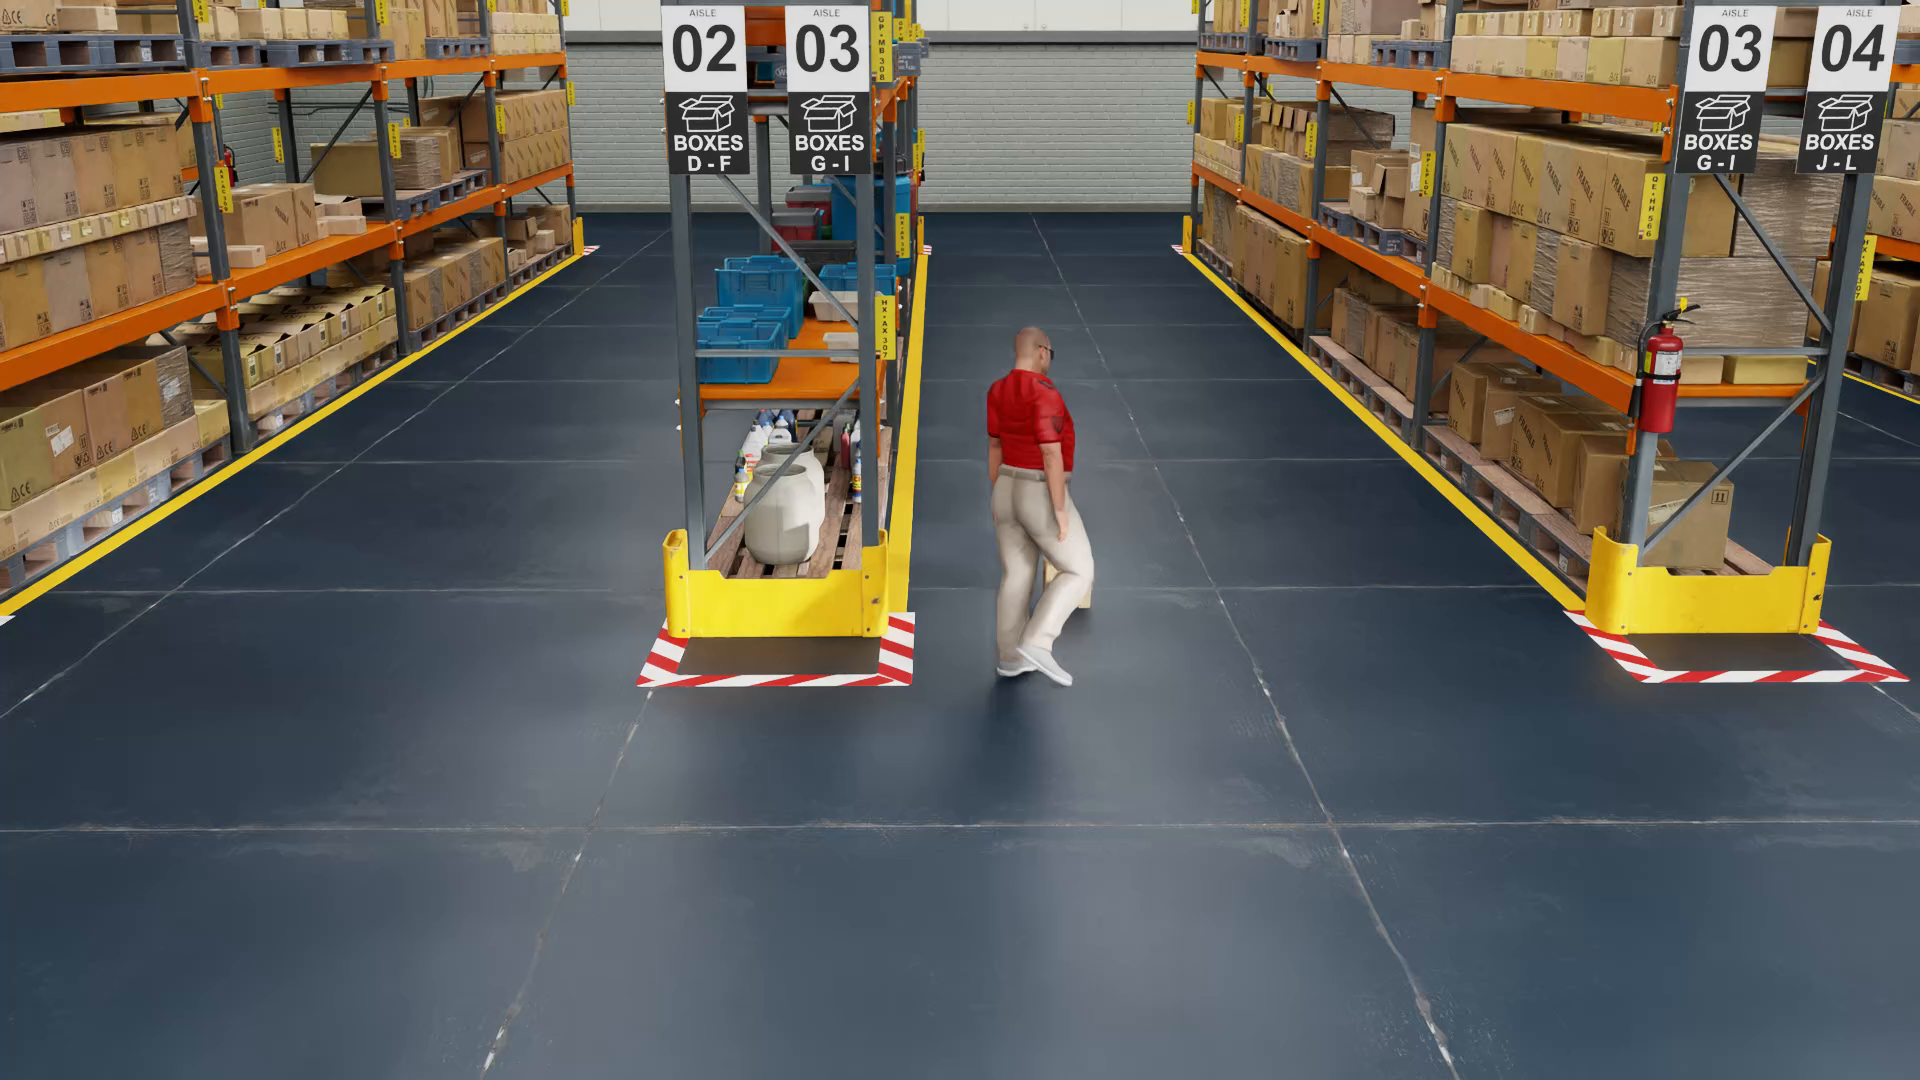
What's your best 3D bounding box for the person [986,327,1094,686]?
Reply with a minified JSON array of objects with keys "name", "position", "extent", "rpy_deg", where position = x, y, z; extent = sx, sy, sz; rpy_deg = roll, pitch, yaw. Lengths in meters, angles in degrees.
[{"name":"person","position":[0.345,-0.163,8.087],"extent":[0.480,1.713,0.669],"rpy_deg":[-15,23,-41]}]
